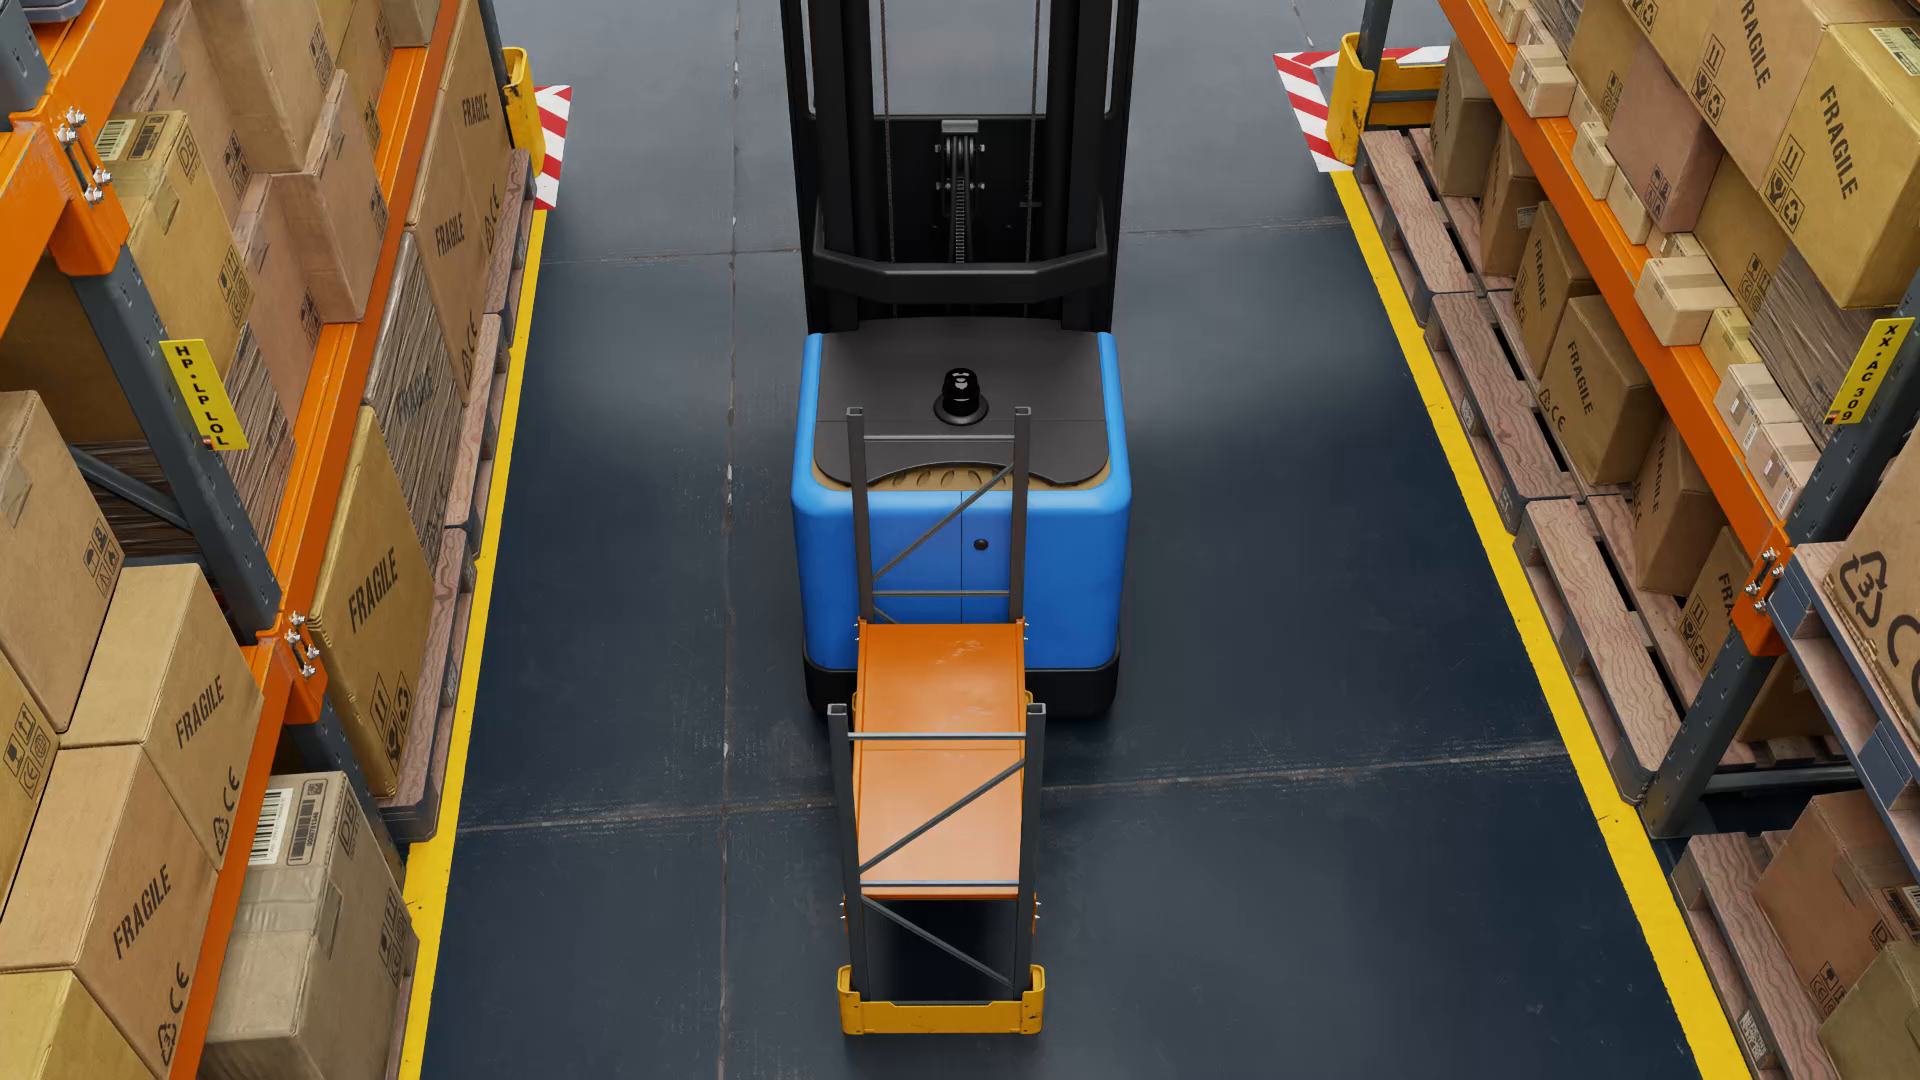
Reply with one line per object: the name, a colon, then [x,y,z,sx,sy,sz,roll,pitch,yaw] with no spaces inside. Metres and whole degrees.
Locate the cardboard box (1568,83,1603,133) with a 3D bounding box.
cardboard box: [2.341,-1.463,5.743,0.380,0.149,0.250,-3,47,-3]

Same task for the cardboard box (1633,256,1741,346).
cardboard box: [2.292,-0.732,5.050,0.380,0.149,0.250,-3,47,-3]

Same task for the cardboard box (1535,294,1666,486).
cardboard box: [2.528,-0.575,6.161,0.500,0.500,0.500,-7,47,-7]

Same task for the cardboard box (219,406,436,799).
cardboard box: [-2.226,0.215,5.155,0.875,0.875,0.875,-3,47,-3]

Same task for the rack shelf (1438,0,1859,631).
rack shelf: [2.540,-1.340,5.949,1.077,0.370,4.000,-3,47,-3]

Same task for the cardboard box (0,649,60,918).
cardboard box: [-2.151,0.441,3.009,0.700,0.500,0.500,-4,47,-4]

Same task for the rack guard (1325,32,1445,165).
rack guard: [2.379,-2.120,7.913,1.175,0.500,0.348,-3,47,-3]

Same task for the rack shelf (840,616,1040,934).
rack shelf: [-0.055,0.658,4.842,0.538,0.185,1.000,0,47,0]

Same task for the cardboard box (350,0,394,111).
cardboard box: [-2.512,-1.782,5.769,0.875,0.550,0.550,-3,47,-3]

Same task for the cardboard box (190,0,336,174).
cardboard box: [-2.310,-1.394,4.657,0.875,0.550,0.550,-3,47,-3]

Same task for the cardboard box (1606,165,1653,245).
cardboard box: [2.341,-1.099,5.398,0.380,0.149,0.250,-3,47,-3]

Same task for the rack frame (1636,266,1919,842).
rack frame: [2.708,-0.140,4.317,1.000,3.000,0.127,-3,47,-3]

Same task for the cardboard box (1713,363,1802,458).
cardboard box: [2.385,-0.373,4.710,0.380,0.149,0.250,-3,47,-3]

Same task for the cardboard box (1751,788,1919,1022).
cardboard box: [2.738,1.014,4.643,0.700,0.500,0.500,-7,47,-6]

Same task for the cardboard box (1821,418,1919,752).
cardboard box: [2.635,0.092,3.394,1.000,1.000,1.000,-3,47,-3]

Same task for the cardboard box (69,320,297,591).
cardboard box: [-2.286,-0.230,4.298,0.875,0.550,0.550,-3,47,-3]

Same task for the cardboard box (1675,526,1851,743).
cardboard box: [2.714,0.283,5.348,0.500,0.500,0.500,-5,47,-5]

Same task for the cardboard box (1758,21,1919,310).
cardboard box: [2.396,-0.930,4.102,0.500,0.500,0.500,-3,47,-3]

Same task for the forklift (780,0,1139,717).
forklift: [-0.003,-1.465,5.618,1.130,2.935,3.031,0,47,0]

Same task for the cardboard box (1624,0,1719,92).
cardboard box: [2.312,-1.653,4.787,0.500,0.500,0.500,-3,47,-3]

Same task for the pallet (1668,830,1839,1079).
pallet: [2.774,1.382,4.796,1.003,0.211,1.213,-3,47,-3]

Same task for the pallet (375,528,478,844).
pallet: [-2.229,0.492,5.639,1.003,0.211,1.213,-3,47,-3]

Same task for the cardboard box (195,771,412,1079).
cardboard box: [-2.102,1.161,4.345,1.050,0.750,0.750,-4,47,-3]

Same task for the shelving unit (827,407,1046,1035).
shelving unit: [-0.055,0.541,4.705,0.587,1.500,1.083,0,47,0]

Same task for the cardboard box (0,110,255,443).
cardboard box: [-2.240,-0.604,3.909,0.875,0.550,0.550,-3,47,-3]

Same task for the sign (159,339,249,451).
sign: [-1.703,-0.323,3.747,0.100,0.325,0.005,-3,47,-3]

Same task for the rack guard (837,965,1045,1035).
rack guard: [-0.054,1.332,4.816,0.587,0.250,0.087,0,47,0]

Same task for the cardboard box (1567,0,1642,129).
cardboard box: [2.582,-1.690,5.511,0.875,0.500,0.500,-3,47,-3]

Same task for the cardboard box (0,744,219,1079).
cardboard box: [-1.891,0.781,3.376,0.500,0.500,0.500,-4,47,-4]

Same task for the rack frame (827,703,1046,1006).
rack frame: [-0.054,0.903,4.361,0.500,1.500,0.032,0,47,0]

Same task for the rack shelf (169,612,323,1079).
rack shelf: [-2.076,1.782,2.991,1.077,0.370,4.000,-3,47,-3]

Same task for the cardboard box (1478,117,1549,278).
cardboard box: [2.493,-1.436,6.976,0.500,0.500,0.500,8,47,7]

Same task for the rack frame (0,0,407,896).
rack frame: [-2.243,0.088,4.101,1.000,3.000,0.127,-3,47,-3]

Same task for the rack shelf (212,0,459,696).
rack shelf: [-2.411,-1.112,5.732,1.077,0.370,4.000,-3,47,-3]

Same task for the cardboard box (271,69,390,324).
cardboard box: [-2.283,-1.024,5.051,0.875,0.550,0.550,-3,47,-3]

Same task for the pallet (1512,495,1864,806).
pallet: [2.616,0.335,5.787,1.003,0.211,1.213,-3,47,-3]

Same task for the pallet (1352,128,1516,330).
pallet: [2.412,-1.431,7.459,1.003,0.211,1.213,-3,47,-3]

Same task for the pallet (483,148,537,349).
pallet: [-2.433,-1.273,7.311,1.003,0.211,1.213,-3,47,-3]

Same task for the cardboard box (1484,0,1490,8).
cardboard box: [2.209,-2.184,6.425,0.380,0.149,0.250,-3,47,-3]

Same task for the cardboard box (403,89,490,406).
cardboard box: [-2.380,-1.097,6.397,0.875,0.875,0.875,-4,47,-4]

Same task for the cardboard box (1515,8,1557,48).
cardboard box: [2.270,-1.823,6.084,0.380,0.149,0.250,-3,47,-3]

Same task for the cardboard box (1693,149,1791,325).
cardboard box: [2.725,-0.970,4.829,0.875,0.500,0.500,-3,47,-3]
